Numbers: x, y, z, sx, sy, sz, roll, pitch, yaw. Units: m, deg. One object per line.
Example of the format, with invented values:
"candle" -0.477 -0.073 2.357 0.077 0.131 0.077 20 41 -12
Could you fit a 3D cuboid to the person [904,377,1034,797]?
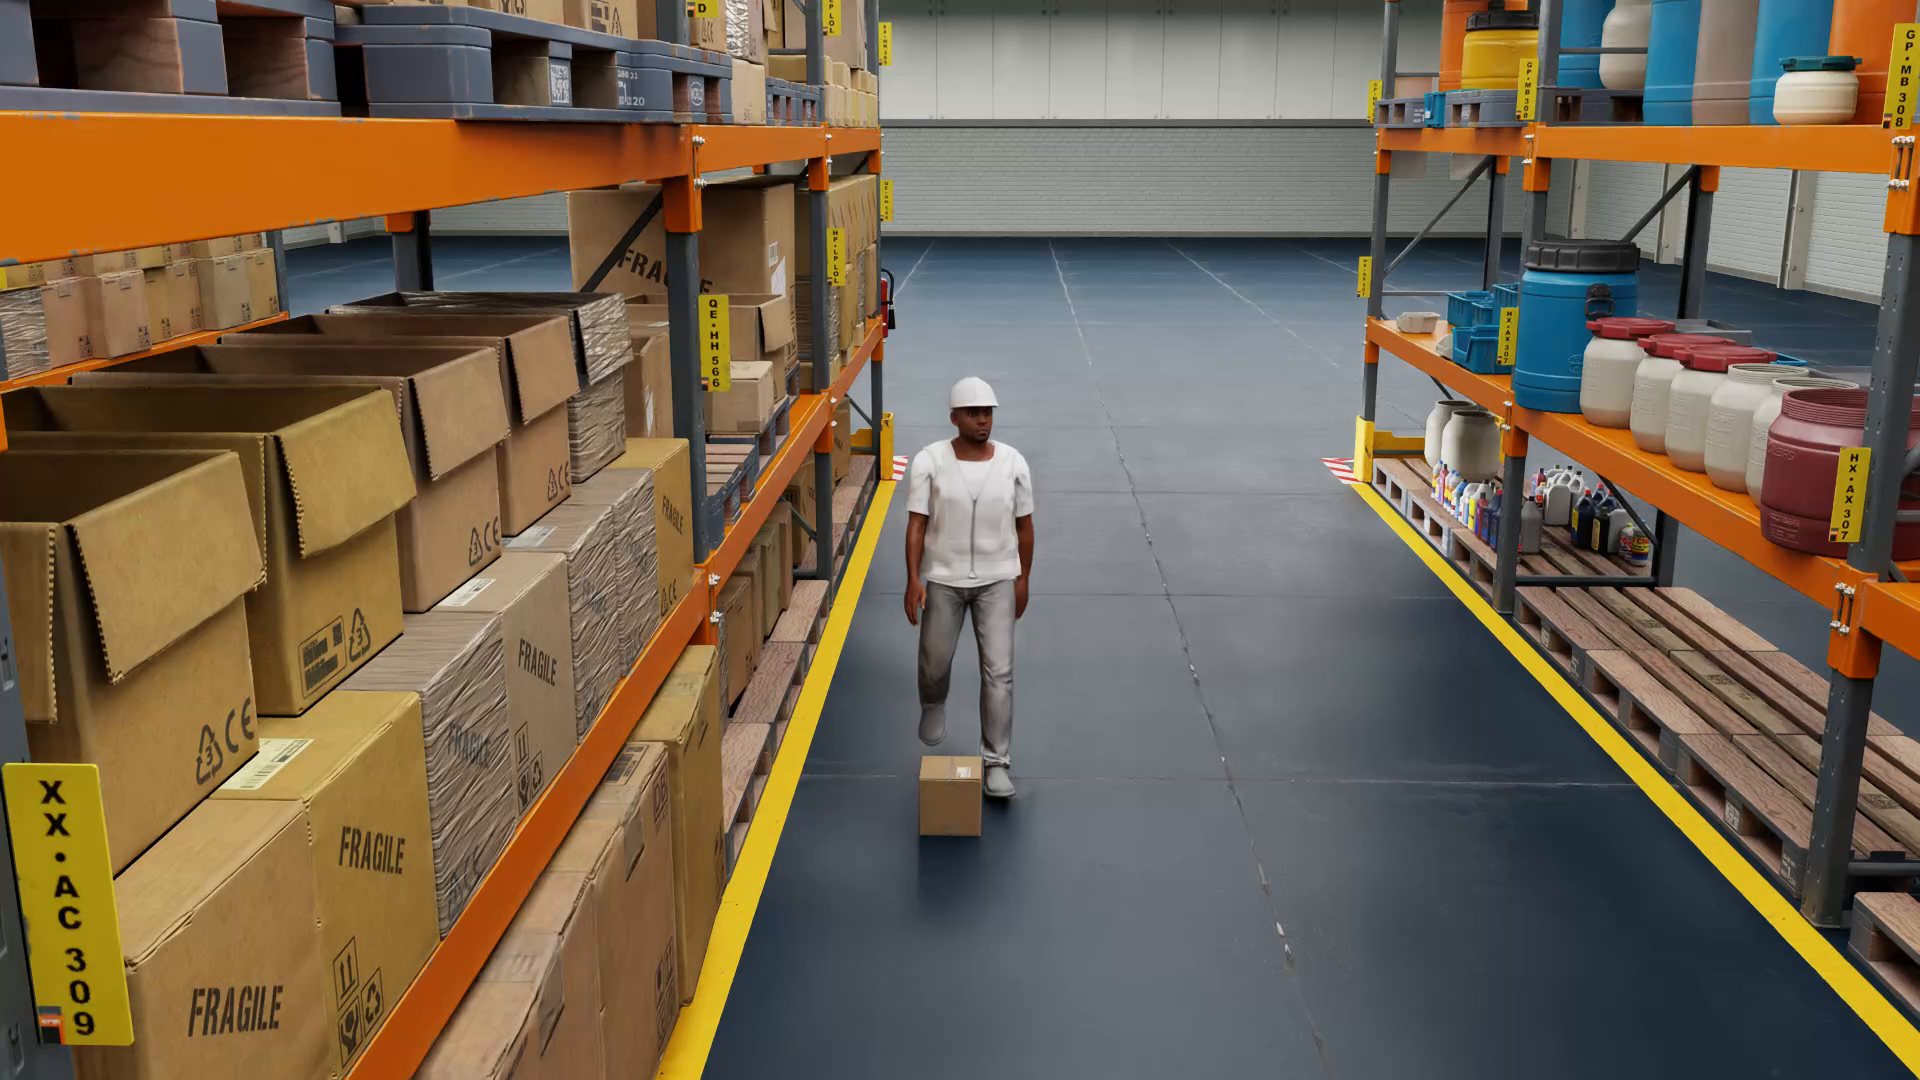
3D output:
"person" 0.044 0.179 7.187 0.577 1.748 0.810 -1 14 -3
